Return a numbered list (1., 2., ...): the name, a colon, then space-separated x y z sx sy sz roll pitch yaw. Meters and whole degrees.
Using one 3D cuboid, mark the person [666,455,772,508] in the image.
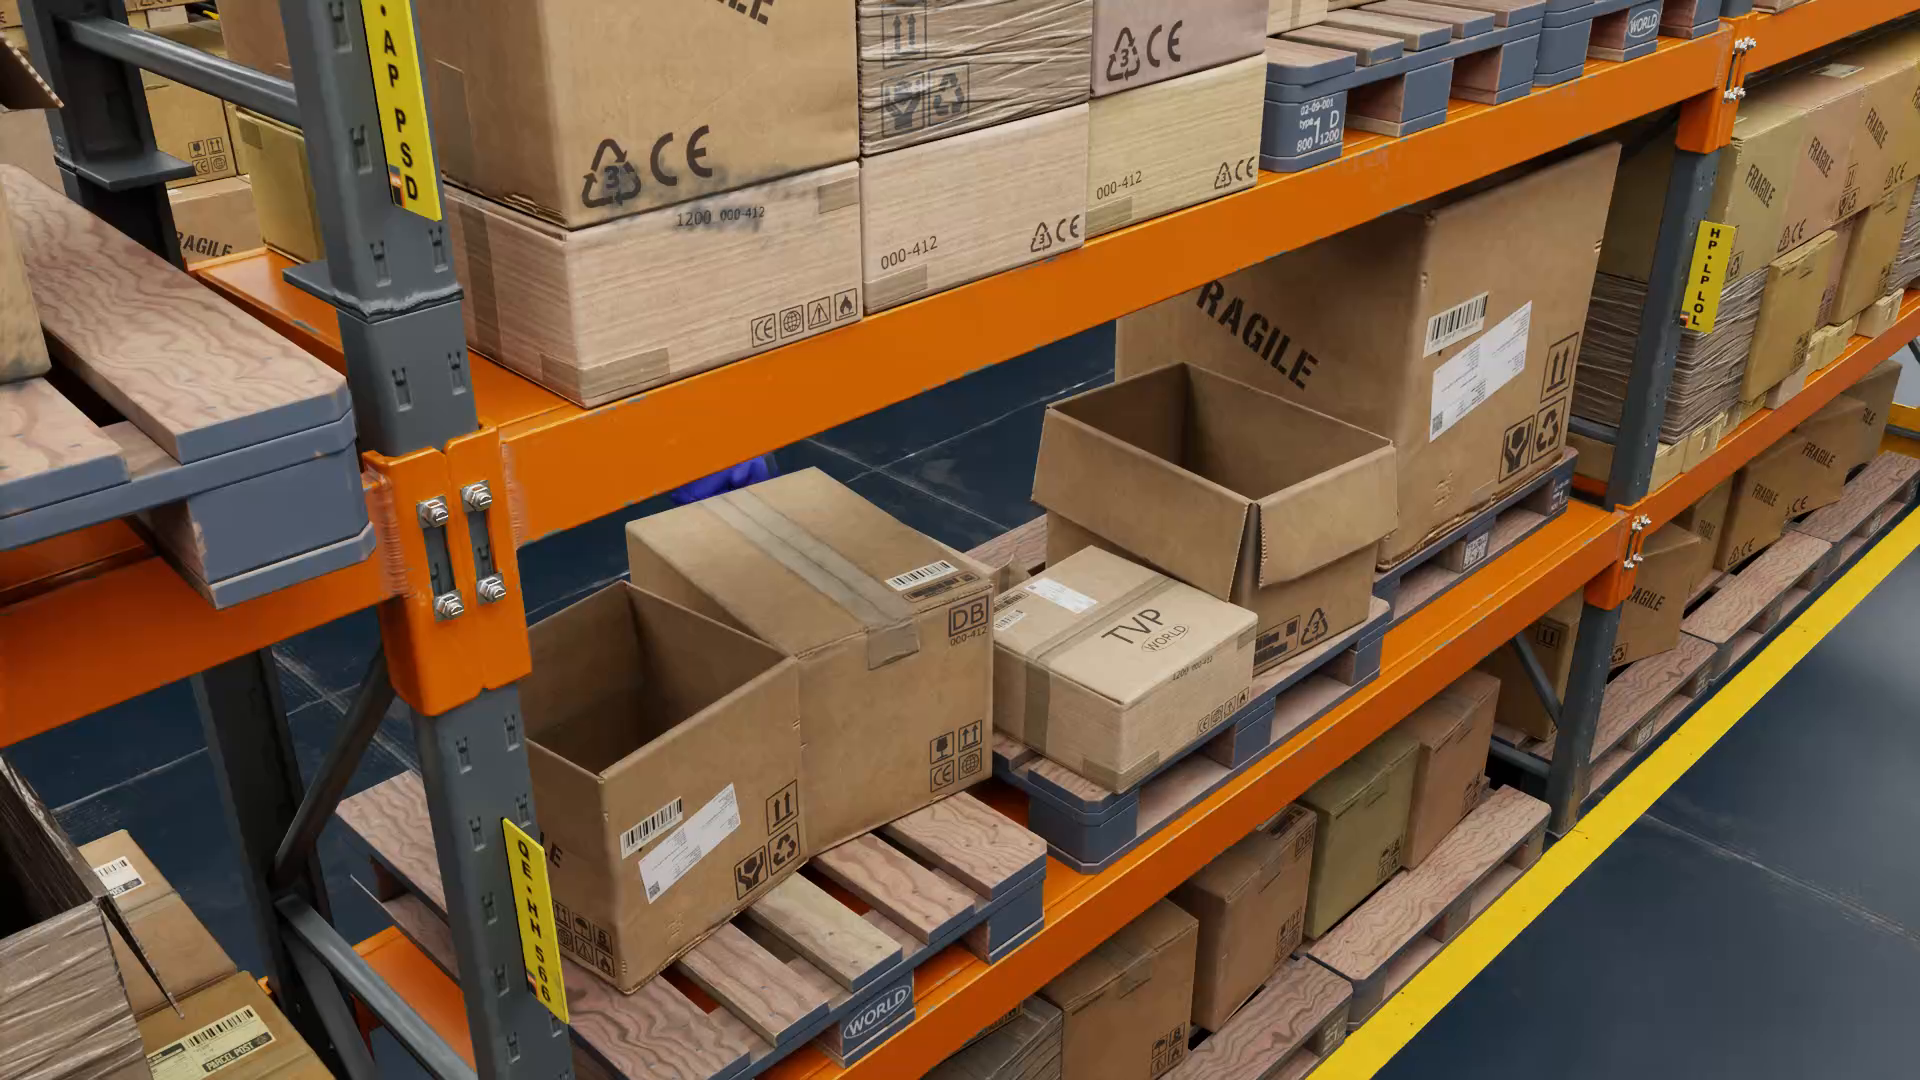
1. person: -0.843 0.111 5.979 0.582 1.596 0.590 22 35 35
